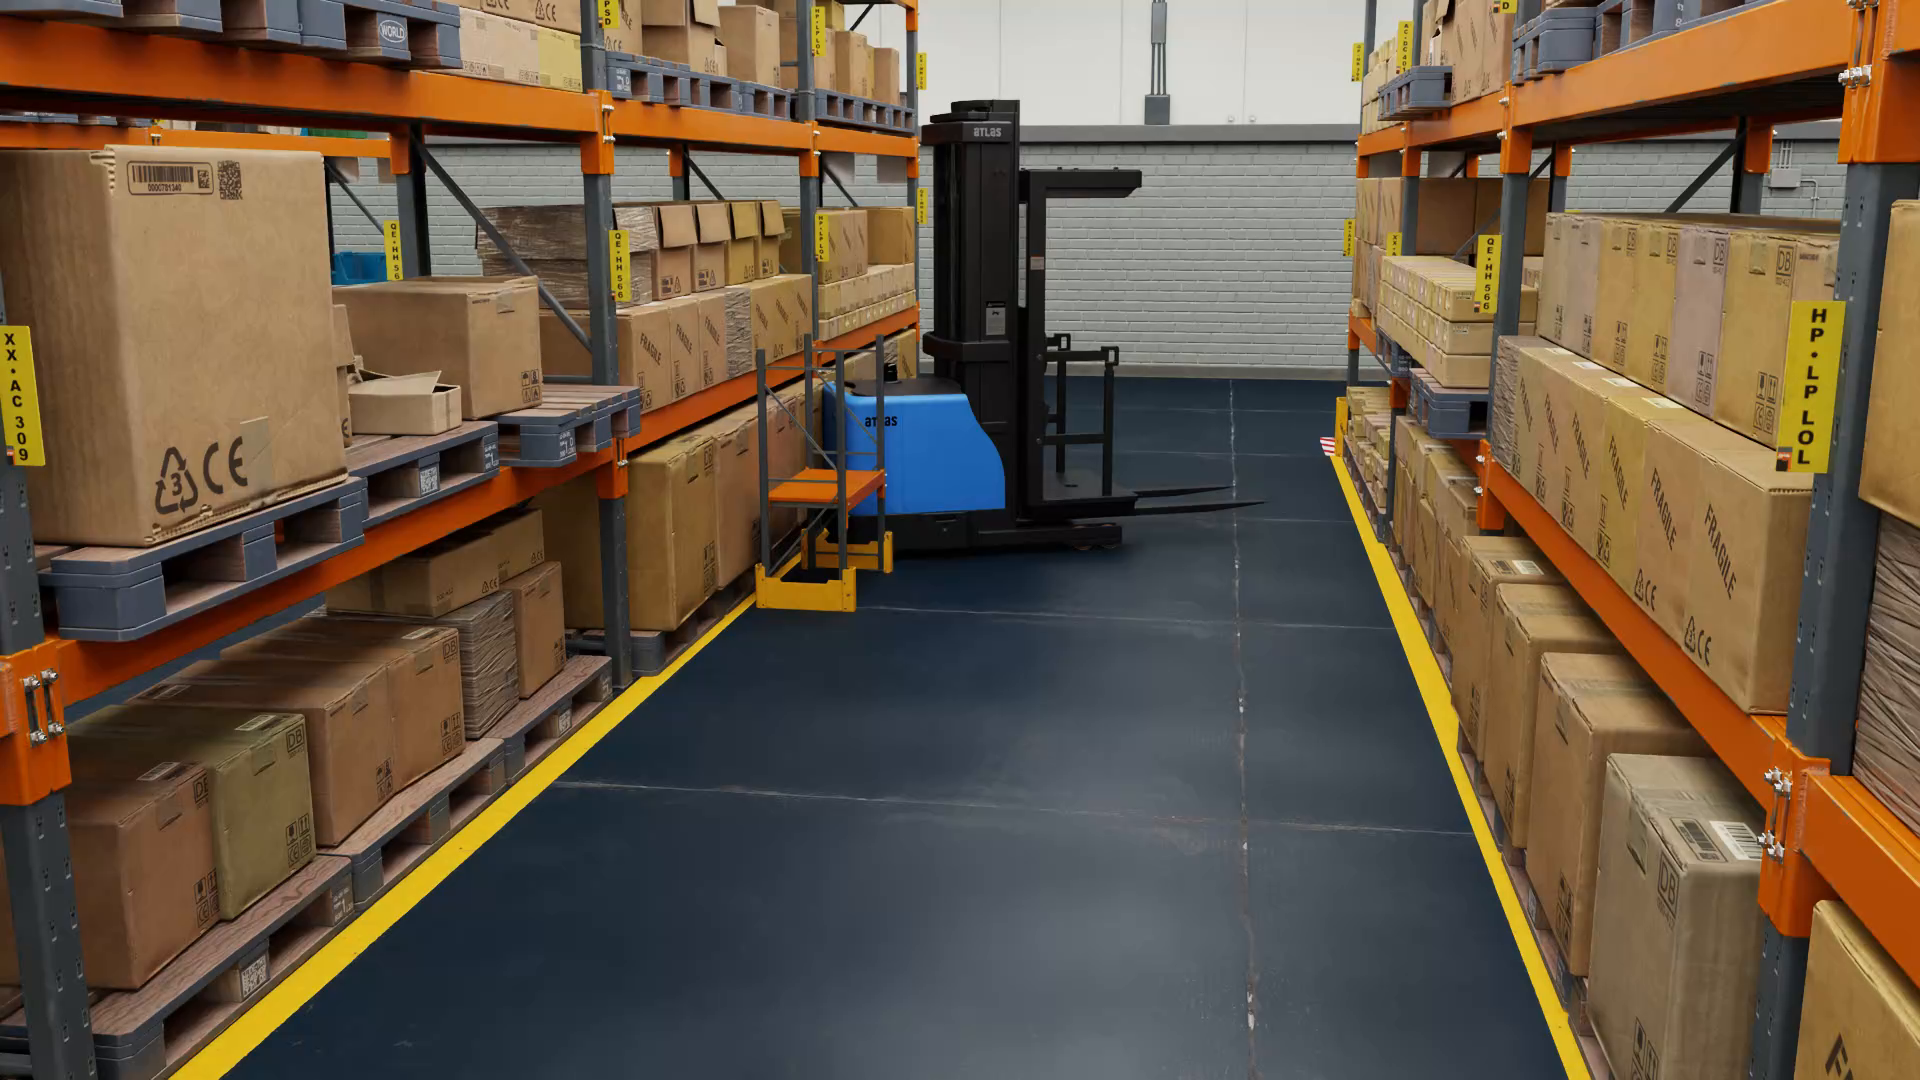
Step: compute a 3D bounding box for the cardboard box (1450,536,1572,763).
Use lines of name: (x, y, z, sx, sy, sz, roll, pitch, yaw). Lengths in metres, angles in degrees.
cardboard box: (2.585, 0.440, 6.676, 1.050, 0.750, 0.750, 2, 12, 8)

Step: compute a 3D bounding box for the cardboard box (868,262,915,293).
cardboard box: (-0.699, -2.388, 15.105, 0.500, 0.250, 0.500, 2, 12, 8)

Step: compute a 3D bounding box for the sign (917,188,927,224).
sign: (-0.353, -3.087, 15.387, 0.100, 0.325, 0.005, 2, 12, 9)

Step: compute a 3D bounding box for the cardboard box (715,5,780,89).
cardboard box: (-1.582, -3.192, 10.832, 0.700, 0.500, 0.500, 2, 12, 10)

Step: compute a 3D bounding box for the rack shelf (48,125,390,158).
rack shelf: (-6.089, -3.284, 14.201, 1.077, 0.370, 4.000, 2, 12, 9)

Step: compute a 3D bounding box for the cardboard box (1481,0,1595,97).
cardboard box: (2.605, -2.221, 7.321, 0.500, 0.500, 0.500, 2, 12, 9)

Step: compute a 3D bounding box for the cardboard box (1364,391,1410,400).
cardboard box: (3.659, -1.187, 14.239, 0.380, 0.149, 0.250, 2, 12, 10)

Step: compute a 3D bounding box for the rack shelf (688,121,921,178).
rack shelf: (-1.195, -3.124, 13.457, 1.077, 0.370, 4.000, 2, 12, 9)

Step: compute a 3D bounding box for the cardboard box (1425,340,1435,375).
cardboard box: (2.469, -0.884, 8.074, 0.380, 0.149, 0.250, 2, 12, 10)

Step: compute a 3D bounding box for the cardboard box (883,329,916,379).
cardboard box: (-0.906, -1.456, 15.178, 0.875, 0.875, 0.875, 2, 12, 9)

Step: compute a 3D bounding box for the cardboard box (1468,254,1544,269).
cardboard box: (3.708, -1.700, 11.320, 0.500, 0.500, 0.500, 2, 12, 8)

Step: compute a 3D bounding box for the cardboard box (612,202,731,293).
cardboard box: (-1.789, -1.727, 9.767, 0.797, 0.503, 0.637, 2, 12, 10)

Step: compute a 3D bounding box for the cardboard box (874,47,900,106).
cardboard box: (-0.914, -4.085, 14.737, 0.700, 0.500, 0.500, 1, 12, 5)

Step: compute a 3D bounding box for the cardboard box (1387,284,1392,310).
cardboard box: (2.791, -1.464, 10.061, 0.380, 0.149, 0.250, 2, 12, 10)

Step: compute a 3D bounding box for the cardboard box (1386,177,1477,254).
cardboard box: (3.188, -2.201, 11.269, 0.500, 0.500, 0.500, 1, 12, 7)

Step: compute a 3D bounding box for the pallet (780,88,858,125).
pallet: (-1.366, -3.186, 12.247, 1.003, 0.211, 1.213, 2, 12, 9)

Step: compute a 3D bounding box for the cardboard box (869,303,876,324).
cardboard box: (-0.890, -1.846, 13.533, 0.380, 0.149, 0.250, 2, 12, 7)

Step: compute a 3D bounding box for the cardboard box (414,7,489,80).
cardboard box: (-2.091, -1.838, 6.139, 0.500, 0.250, 0.500, 2, 12, 10)

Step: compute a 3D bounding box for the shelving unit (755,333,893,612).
shelving unit: (-0.807, -0.440, 9.975, 0.587, 1.500, 1.083, 2, 12, 10)

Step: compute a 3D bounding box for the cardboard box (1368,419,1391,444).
cardboard box: (3.279, -0.814, 12.507, 0.380, 0.149, 0.250, 1, 12, 6)

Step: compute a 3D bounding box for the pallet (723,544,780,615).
pallet: (-1.732, 0.188, 10.120, 1.003, 0.211, 1.213, 2, 12, 9)

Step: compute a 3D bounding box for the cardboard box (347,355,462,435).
cardboard box: (-2.107, -0.544, 6.220, 0.396, 0.266, 0.258, 2, 12, 7)

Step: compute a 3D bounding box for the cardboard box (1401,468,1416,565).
cardboard box: (2.928, -0.139, 9.956, 0.500, 0.500, 0.500, 2, 12, 11)

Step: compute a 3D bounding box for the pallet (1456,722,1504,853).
pallet: (2.572, 0.946, 6.602, 1.003, 0.211, 1.213, 2, 12, 9)

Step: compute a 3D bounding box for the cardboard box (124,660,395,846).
cardboard box: (-2.439, 0.737, 5.843, 0.700, 0.500, 0.500, 1, 12, 4)

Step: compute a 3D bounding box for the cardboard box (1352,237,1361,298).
cardboard box: (3.656, -2.354, 14.351, 0.500, 0.500, 0.500, 2, 12, 11)

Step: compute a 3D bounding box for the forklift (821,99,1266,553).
forklift: (0.604, -1.467, 11.343, 3.031, 2.935, 1.130, -3, 13, -15)

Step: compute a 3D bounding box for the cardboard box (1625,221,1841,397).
cardboard box: (2.458, -0.704, 5.032, 0.700, 0.500, 0.500, 2, 12, 8)

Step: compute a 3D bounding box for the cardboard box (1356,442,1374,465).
cardboard box: (3.394, -0.693, 13.359, 0.380, 0.149, 0.250, 1, 12, 6)

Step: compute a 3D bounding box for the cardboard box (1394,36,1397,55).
cardboard box: (3.313, -3.535, 11.878, 0.380, 0.149, 0.250, 1, 12, 6)

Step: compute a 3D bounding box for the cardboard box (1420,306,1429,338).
cardboard box: (2.510, -1.087, 8.309, 0.380, 0.149, 0.250, 2, 12, 9)

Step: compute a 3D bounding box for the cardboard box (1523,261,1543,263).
cardboard box: (3.432, -1.585, 9.915, 0.380, 0.149, 0.250, 1, 12, 7)

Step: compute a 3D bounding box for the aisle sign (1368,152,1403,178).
aisle sign: (3.713, -3.540, 14.627, 0.394, 0.787, 0.004, 2, 12, 9)

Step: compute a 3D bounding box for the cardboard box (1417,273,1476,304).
cardboard box: (2.552, -1.281, 8.506, 0.380, 0.149, 0.250, 2, 12, 9)

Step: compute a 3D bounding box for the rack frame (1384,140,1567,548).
rack frame: (3.383, -1.411, 10.922, 1.000, 3.000, 0.127, 2, 12, 9)

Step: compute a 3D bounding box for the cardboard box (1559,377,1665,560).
cardboard box: (2.200, -0.228, 5.195, 0.500, 0.500, 0.500, 2, 12, 8)

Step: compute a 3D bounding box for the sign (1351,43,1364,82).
sign: (3.462, -4.155, 14.459, 0.100, 0.325, 0.005, 2, 12, 9)

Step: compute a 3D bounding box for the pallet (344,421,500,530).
pallet: (-2.381, -0.253, 6.003, 1.003, 0.211, 1.213, 2, 12, 9)

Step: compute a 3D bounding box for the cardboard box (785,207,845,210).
cardboard box: (-1.305, -2.669, 14.628, 0.500, 0.500, 0.500, 2, 12, 7)

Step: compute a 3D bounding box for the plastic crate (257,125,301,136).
plastic crate: (-5.854, -3.485, 14.052, 0.437, 0.136, 0.530, 2, 12, 9)

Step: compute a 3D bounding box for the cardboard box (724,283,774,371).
cardboard box: (-1.461, -1.324, 10.279, 0.500, 0.500, 0.500, 2, 12, 8)

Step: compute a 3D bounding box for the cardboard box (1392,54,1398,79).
cardboard box: (3.294, -3.261, 11.554, 0.500, 0.250, 0.500, 1, 12, 6)

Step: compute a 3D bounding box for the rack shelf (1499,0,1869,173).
rack shelf: (2.460, -1.277, 4.886, 1.077, 0.370, 4.000, 2, 12, 9)

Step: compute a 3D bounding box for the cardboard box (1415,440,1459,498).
cardboard box: (2.846, -0.399, 9.381, 0.500, 0.250, 0.500, 2, 12, 11)

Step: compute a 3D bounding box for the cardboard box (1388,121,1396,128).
cardboard box: (3.280, -3.019, 11.617, 0.500, 0.250, 0.500, 2, 12, 8)

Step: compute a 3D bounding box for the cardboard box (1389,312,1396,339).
cardboard box: (2.749, -1.265, 9.841, 0.380, 0.149, 0.250, 2, 12, 9)

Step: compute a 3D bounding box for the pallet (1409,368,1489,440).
pallet: (2.772, -0.637, 7.783, 1.213, 0.211, 1.003, 2, 12, 9)

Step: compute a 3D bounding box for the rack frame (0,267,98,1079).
rack frame: (-2.729, 0.072, 4.037, 0.949, 2.616, 0.053, 2, 12, 9)

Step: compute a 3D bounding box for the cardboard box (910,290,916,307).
cardboard box: (-0.616, -2.218, 15.262, 0.380, 0.149, 0.250, 2, 12, 10)

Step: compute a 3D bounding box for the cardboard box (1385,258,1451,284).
cardboard box: (2.831, -1.659, 10.260, 0.380, 0.149, 0.250, 2, 12, 10)
